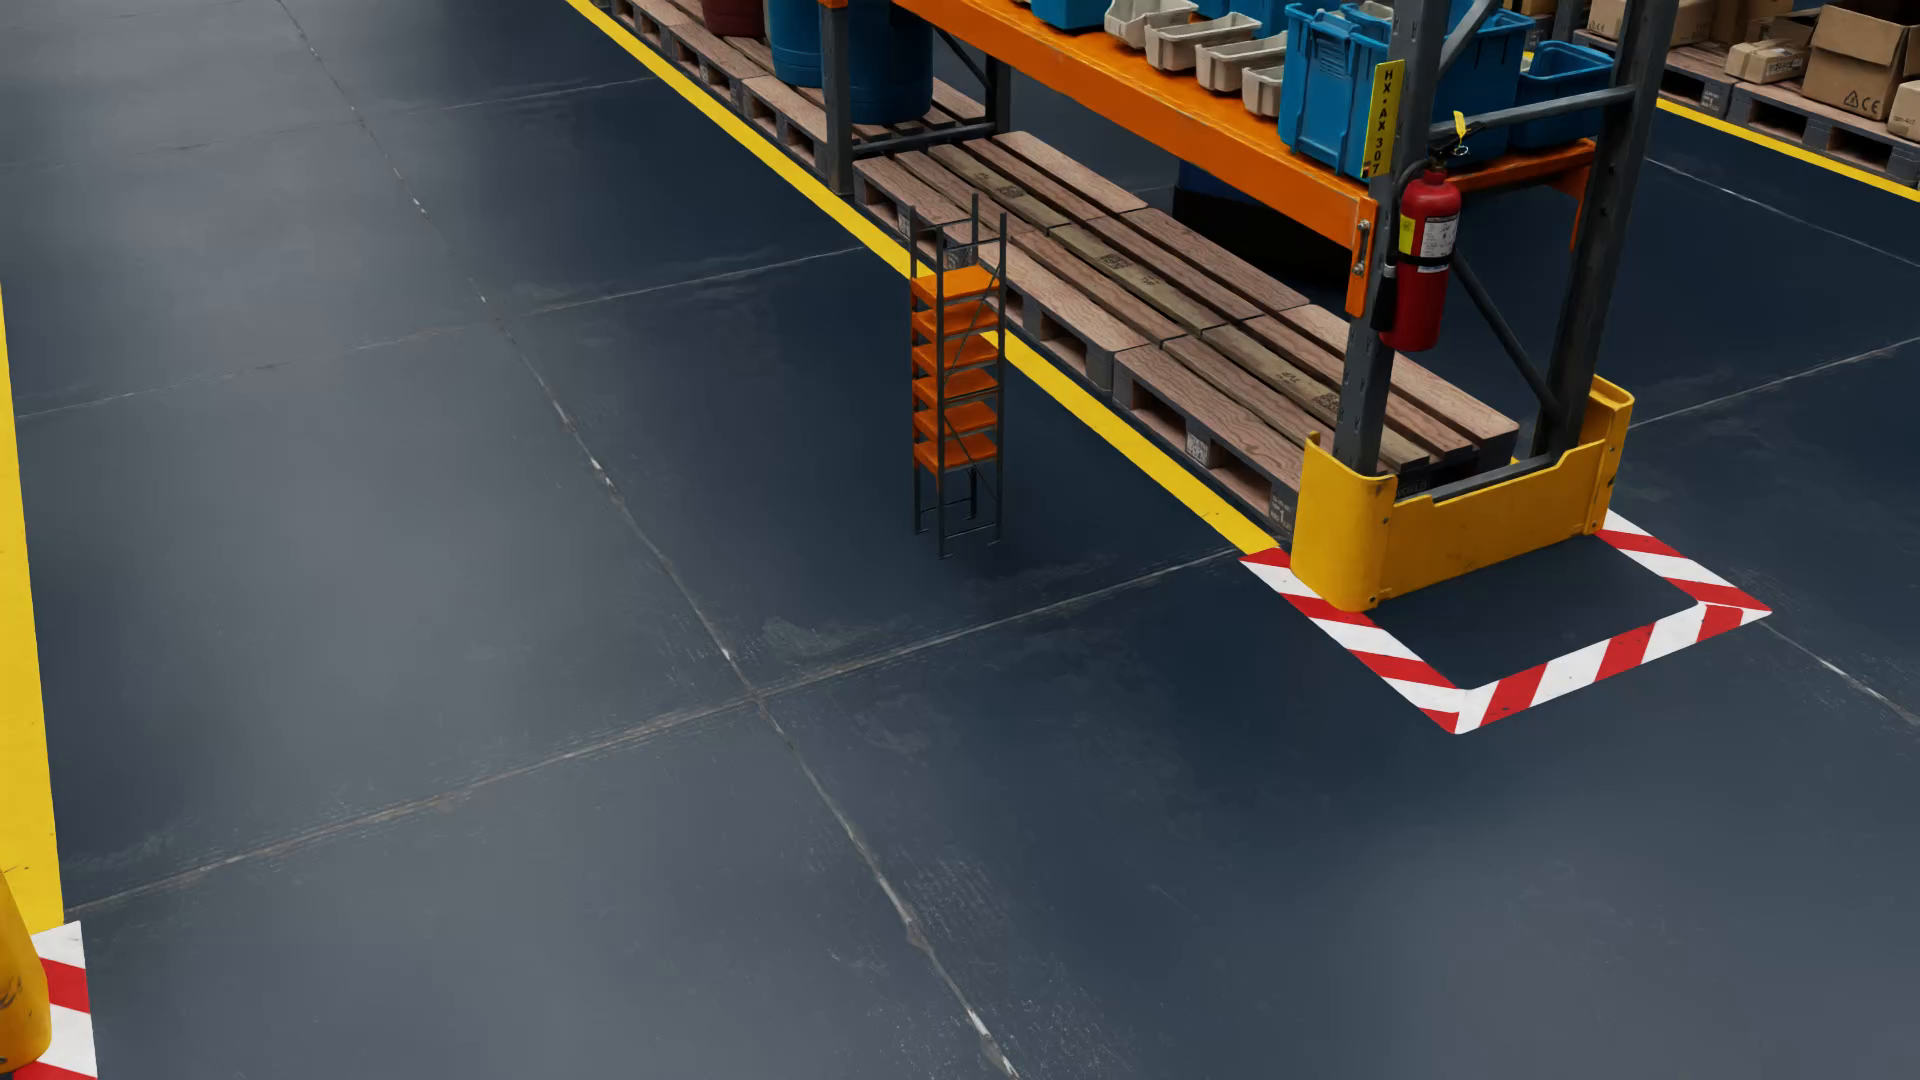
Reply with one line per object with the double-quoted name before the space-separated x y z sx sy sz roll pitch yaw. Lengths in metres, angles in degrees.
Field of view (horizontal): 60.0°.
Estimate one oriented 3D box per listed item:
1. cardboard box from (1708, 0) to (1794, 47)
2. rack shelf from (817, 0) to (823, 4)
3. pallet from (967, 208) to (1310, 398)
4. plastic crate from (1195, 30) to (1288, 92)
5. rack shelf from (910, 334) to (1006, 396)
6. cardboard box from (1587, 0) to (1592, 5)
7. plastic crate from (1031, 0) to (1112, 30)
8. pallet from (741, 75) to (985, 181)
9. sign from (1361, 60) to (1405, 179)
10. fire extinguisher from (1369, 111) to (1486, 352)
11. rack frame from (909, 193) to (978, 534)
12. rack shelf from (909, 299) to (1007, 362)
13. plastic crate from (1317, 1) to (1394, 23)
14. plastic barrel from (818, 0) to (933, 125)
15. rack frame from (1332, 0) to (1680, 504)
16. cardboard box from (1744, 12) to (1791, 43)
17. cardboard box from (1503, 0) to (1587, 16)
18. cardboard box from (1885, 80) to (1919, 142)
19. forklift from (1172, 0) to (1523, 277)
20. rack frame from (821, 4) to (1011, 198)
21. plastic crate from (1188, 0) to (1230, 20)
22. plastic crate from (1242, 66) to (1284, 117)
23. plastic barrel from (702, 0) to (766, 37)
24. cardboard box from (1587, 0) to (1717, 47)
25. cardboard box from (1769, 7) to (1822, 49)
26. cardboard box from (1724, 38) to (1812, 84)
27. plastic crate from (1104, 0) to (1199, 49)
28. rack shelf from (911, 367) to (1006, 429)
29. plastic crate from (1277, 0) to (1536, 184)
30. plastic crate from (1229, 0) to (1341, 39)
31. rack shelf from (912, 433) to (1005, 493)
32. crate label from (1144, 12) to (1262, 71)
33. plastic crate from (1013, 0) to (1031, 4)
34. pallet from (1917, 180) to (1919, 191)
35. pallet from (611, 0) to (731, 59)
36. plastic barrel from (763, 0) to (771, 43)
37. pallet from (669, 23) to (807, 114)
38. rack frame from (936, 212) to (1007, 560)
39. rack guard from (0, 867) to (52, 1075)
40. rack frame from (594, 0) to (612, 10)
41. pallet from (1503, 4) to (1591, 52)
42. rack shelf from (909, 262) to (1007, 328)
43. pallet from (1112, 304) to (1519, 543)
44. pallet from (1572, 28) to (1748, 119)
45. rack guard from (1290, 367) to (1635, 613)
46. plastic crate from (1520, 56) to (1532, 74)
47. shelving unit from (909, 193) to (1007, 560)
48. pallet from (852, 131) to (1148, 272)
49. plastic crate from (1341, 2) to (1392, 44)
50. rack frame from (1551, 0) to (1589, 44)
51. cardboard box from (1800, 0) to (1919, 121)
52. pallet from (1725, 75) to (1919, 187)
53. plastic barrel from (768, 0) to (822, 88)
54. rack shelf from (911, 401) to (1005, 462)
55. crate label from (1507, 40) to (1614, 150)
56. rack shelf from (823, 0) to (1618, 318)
"cardboard box" 4.696 -3.337 10.087 0.500 0.500 0.500 -16 36 -23
"rack shelf" -1.136 -3.812 9.587 1.077 0.370 4.000 -16 36 -23
"pallet" 0.746 -1.062 7.213 1.003 0.211 1.213 -16 36 -23
"plastic crate" 0.998 -1.652 5.736 0.396 0.136 0.243 -16 36 -23
"rack shelf" -0.007 -0.576 5.396 0.258 0.103 0.180 -16 36 -23
"cardboard box" 4.170 -3.830 10.856 0.500 0.500 0.500 -18 37 -25
"plastic crate" 0.477 -2.122 6.381 0.416 0.233 0.300 -16 36 -23
"pallet" -0.527 -2.365 9.246 1.003 0.211 1.213 -16 36 -23
"sign" 1.182 -1.174 4.651 0.100 0.325 0.005 -16 36 -23
"fire extinguisher" 1.329 -0.876 4.754 0.296 0.674 0.183 -16 36 -23
"rack frame" -0.049 -0.556 5.505 0.240 1.200 0.006 -16 36 -23
"rack shelf" -0.007 -0.677 5.332 0.258 0.103 0.180 -16 36 -23
"plastic crate" 1.445 -1.864 6.068 0.250 0.136 0.298 -16 36 -23
"plastic barrel" -0.442 -2.718 8.768 0.600 0.901 0.708 -16 36 -23
"rack frame" 1.661 -1.252 4.923 1.000 3.000 0.127 -16 36 -23
"cardboard box" 4.924 -3.025 9.926 0.380 0.149 0.250 -16 36 -23
"cardboard box" 3.696 -3.701 10.655 0.500 0.500 0.500 -16 36 -23
"cardboard box" 5.157 -2.182 8.516 0.500 0.250 0.500 -16 36 -23
"forklift" 2.204 -3.158 7.962 1.130 2.935 3.031 18 37 26
"rack frame" -0.204 -3.161 7.903 1.000 3.000 0.127 -16 36 -23
"plastic crate" 1.083 -2.179 6.470 0.416 0.233 0.300 -16 36 -23
"plastic crate" 1.121 -1.510 5.515 0.396 0.136 0.243 -16 36 -23
"plastic barrel" -1.299 -3.463 10.221 0.600 0.588 0.708 -16 36 -23
"cardboard box" 4.184 -3.203 10.054 0.500 0.311 0.500 -16 36 -23
"cardboard box" 5.046 -2.899 9.580 0.500 0.311 0.500 -16 36 -23
"cardboard box" 4.596 -2.732 9.452 0.380 0.166 0.250 -16 36 -23
"plastic crate" 0.692 -1.915 6.147 0.298 0.136 0.250 -16 36 -23
"rack shelf" -0.007 -0.475 5.461 0.258 0.103 0.180 -16 36 -23
"plastic crate" 1.340 -1.405 5.074 0.616 0.435 0.499 -16 36 -23
"plastic crate" 1.223 -2.036 6.246 0.416 0.233 0.300 -16 36 -23
"rack shelf" -0.007 -0.273 5.591 0.258 0.103 0.180 -16 36 -23
"crate label" 0.847 -1.778 5.934 0.396 0.136 0.243 -16 36 -23
"plastic crate" 0.345 -2.361 6.709 0.437 0.282 0.530 -16 36 -23
"pallet" 5.637 -1.738 8.267 1.003 0.211 1.213 -16 36 -23
"pallet" -1.664 -3.530 11.064 1.003 0.211 1.213 -16 36 -23
"plastic barrel" -0.957 -3.184 9.856 0.421 0.512 0.421 0 33 0
"pallet" -1.100 -2.948 10.156 1.003 0.211 1.213 -16 36 -23
"rack frame" 0.036 -0.468 5.369 0.240 1.200 0.006 -16 36 -23
"rack guard" -2.709 1.058 3.635 1.175 0.500 0.348 -16 36 -23
"rack frame" -2.069 -5.070 10.882 1.000 3.000 0.127 -16 36 -23
"pallet" 3.767 -3.609 11.188 1.003 0.211 1.213 -16 36 -23
"rack shelf" -0.007 -0.778 5.267 0.258 0.103 0.180 -16 36 -23
"pallet" 1.311 -0.481 6.305 1.003 0.211 1.213 -16 36 -23
"pallet" 4.499 -2.903 10.085 1.003 0.211 1.213 -16 36 -23
"rack guard" 1.684 -0.191 5.585 1.175 0.500 0.348 -16 36 -23
"plastic crate" 1.761 -1.541 5.563 0.250 0.136 0.298 -16 36 -23
"shelving unit" -0.007 -0.512 5.437 0.258 1.200 0.189 -16 36 -23
"pallet" 0.173 -1.645 8.123 1.003 0.211 1.213 -16 36 -23
"plastic crate" 1.530 -1.721 5.756 0.416 0.233 0.300 -16 36 -23
"rack frame" 4.180 -4.405 9.845 1.000 3.000 0.127 -16 36 -23
"cardboard box" 5.060 -2.644 9.002 0.797 0.503 0.637 -16 36 -23
"pallet" 5.072 -2.320 9.175 1.003 0.211 1.213 -16 36 -23
"plastic barrel" -0.773 -3.056 9.295 0.600 0.901 0.708 -16 36 -23
"rack shelf" -0.007 -0.374 5.526 0.258 0.103 0.180 -16 36 -23
"crate label" 1.837 -1.407 5.265 0.416 0.233 0.303 -16 36 -23
"rack shelf" 0.729 -1.903 6.607 1.077 0.370 4.000 -16 36 -23
